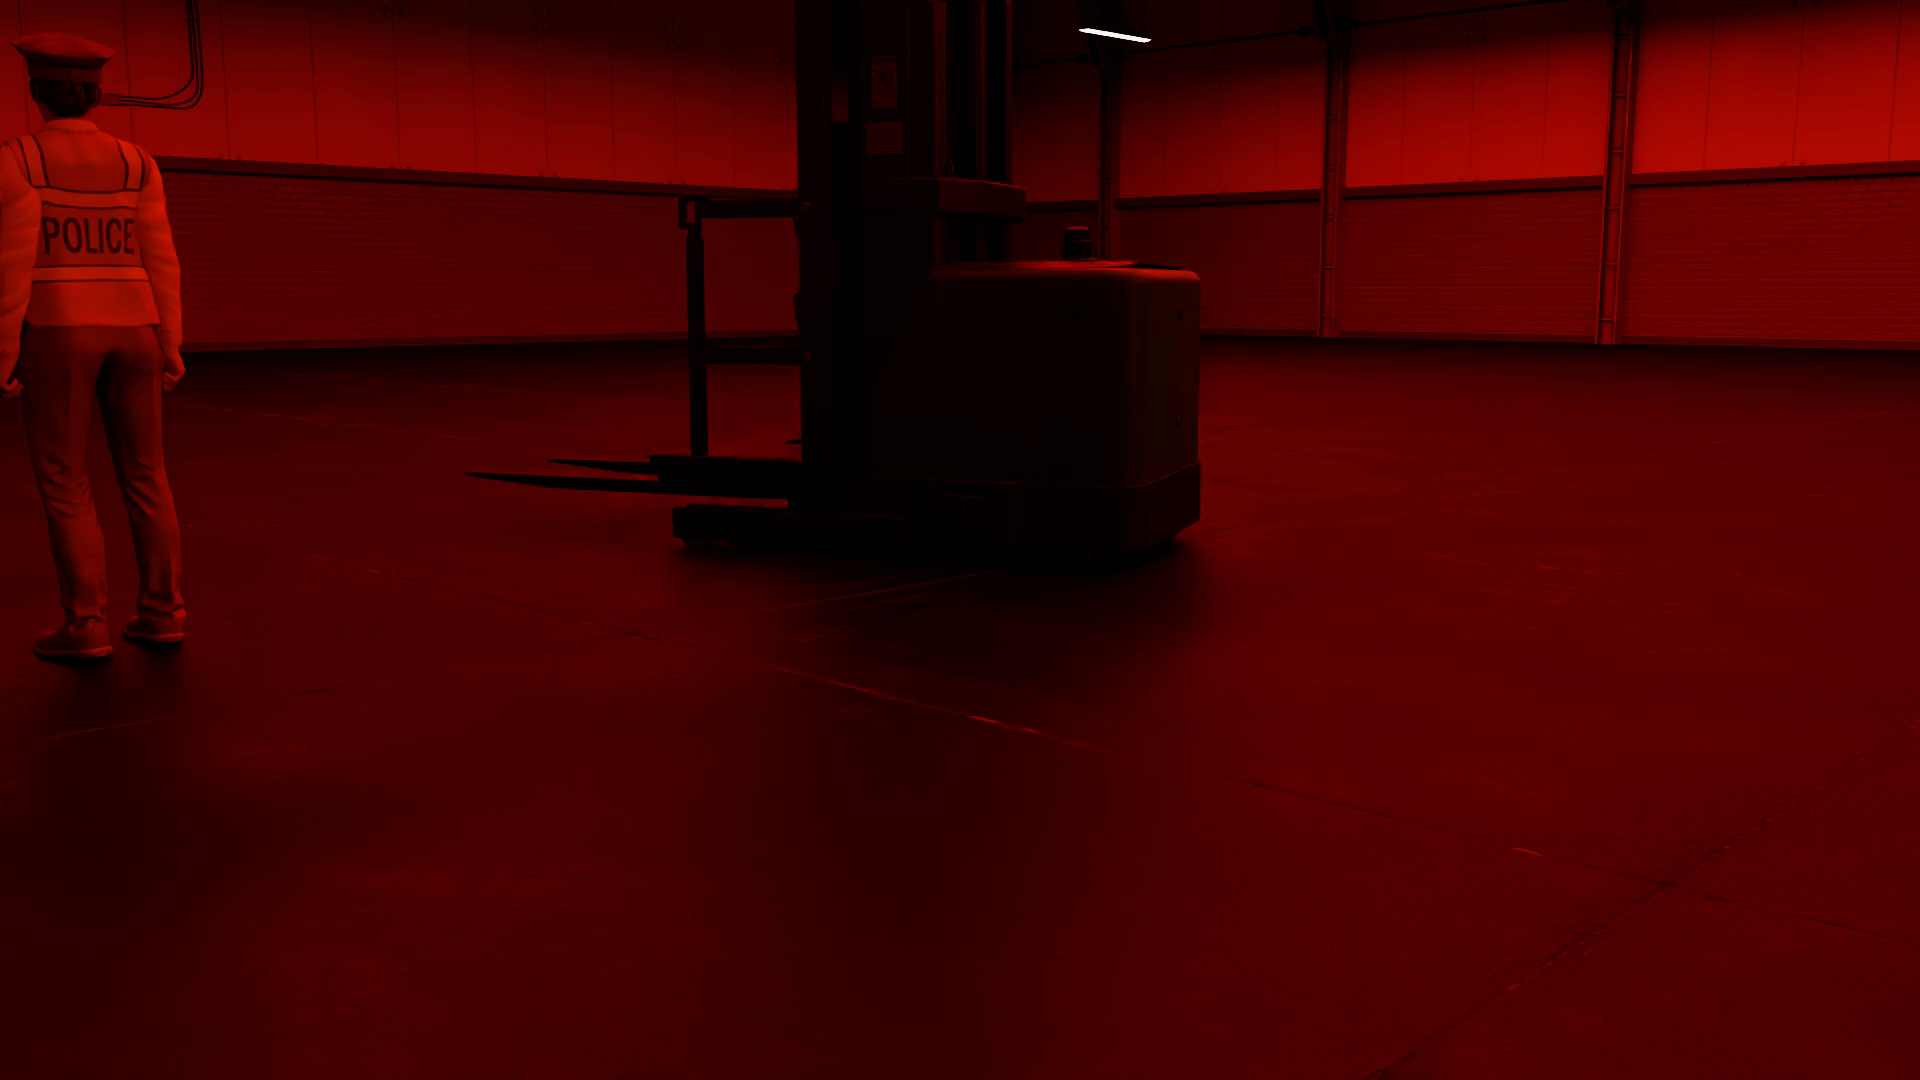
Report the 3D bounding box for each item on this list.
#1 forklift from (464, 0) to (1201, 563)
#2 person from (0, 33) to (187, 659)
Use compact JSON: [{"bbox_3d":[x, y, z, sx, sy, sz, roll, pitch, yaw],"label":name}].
[{"bbox_3d":[-0.594,-1.480,6.704,3.031,2.935,1.130,3,9,21],"label":"forklift"},{"bbox_3d":[-2.397,-0.525,4.557,0.343,1.688,0.504,7,11,39],"label":"person"}]
